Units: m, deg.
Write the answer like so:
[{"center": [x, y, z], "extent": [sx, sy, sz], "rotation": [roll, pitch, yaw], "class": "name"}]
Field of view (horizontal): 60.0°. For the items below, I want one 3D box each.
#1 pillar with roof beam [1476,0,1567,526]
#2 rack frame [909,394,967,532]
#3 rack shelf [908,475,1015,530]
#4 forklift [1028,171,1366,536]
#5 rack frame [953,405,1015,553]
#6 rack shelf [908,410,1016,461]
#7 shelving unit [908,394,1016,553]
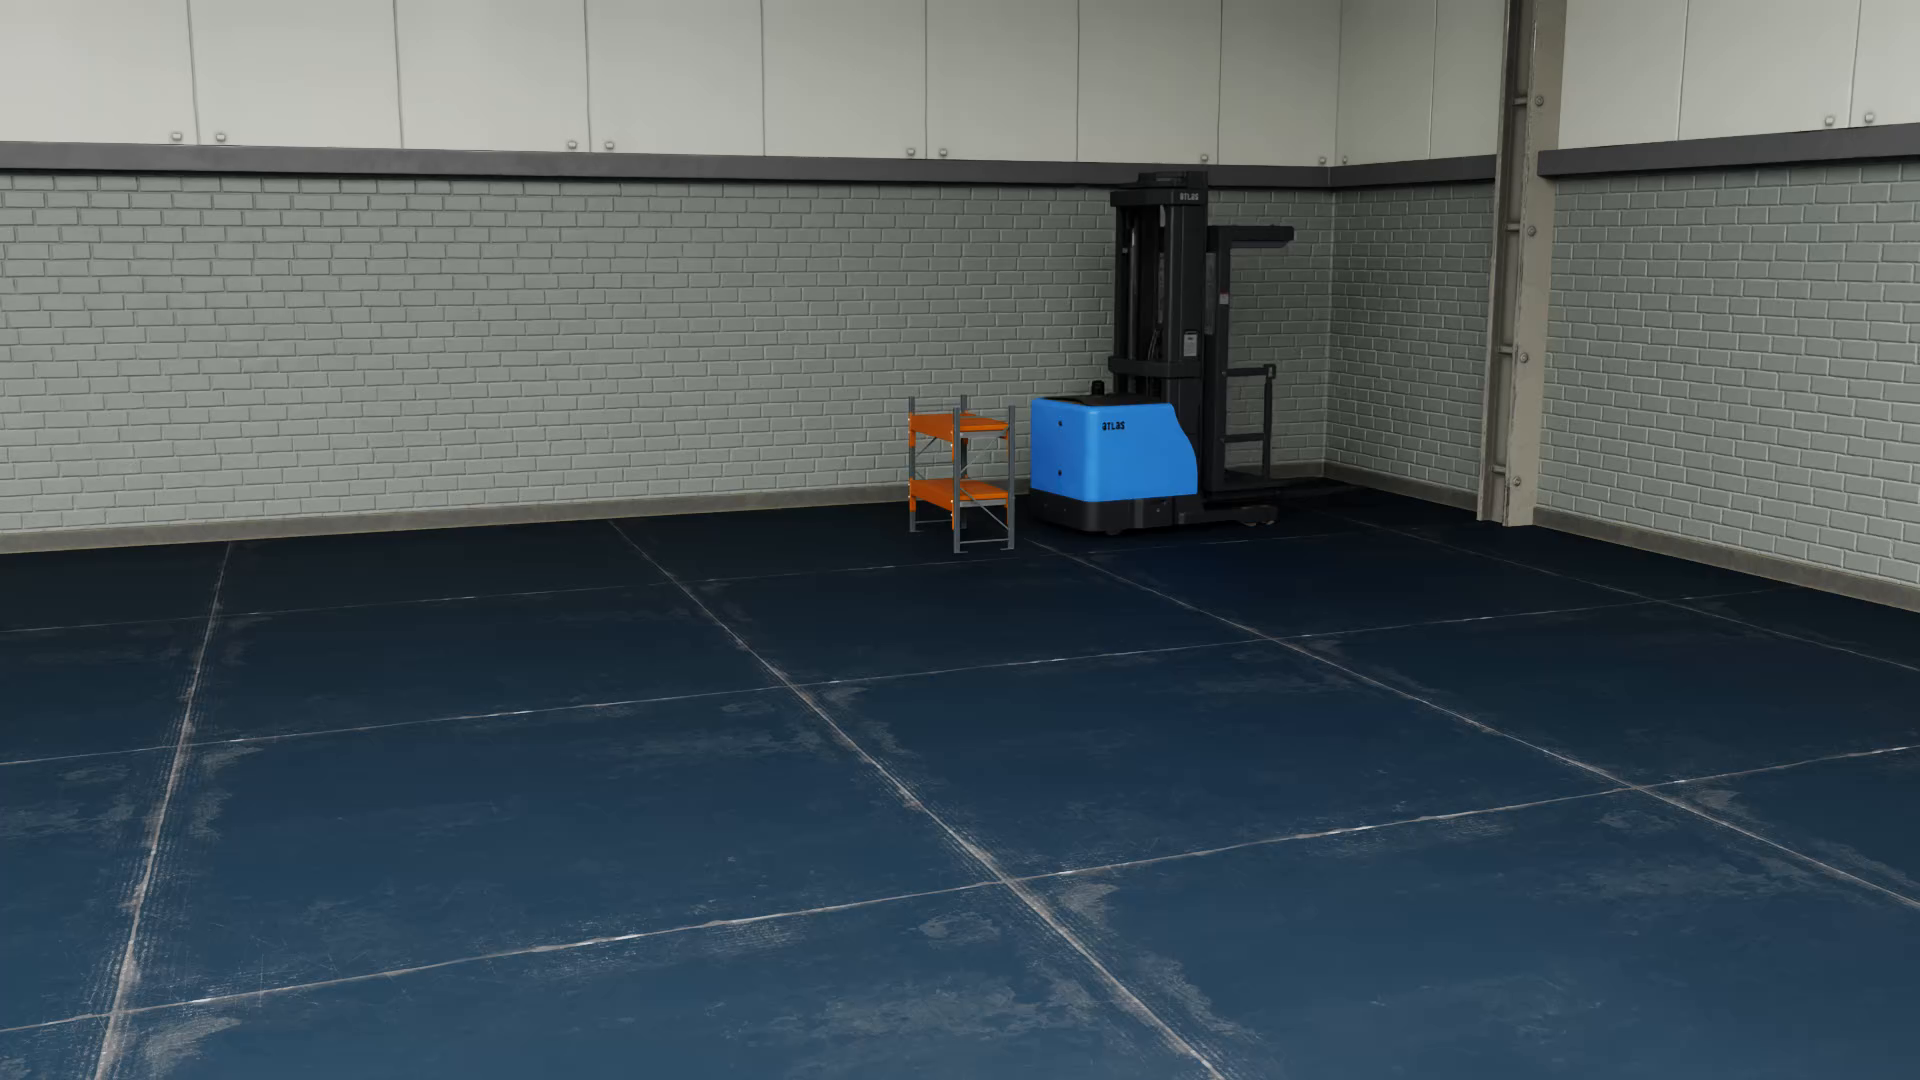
[{"center": [0.679, -4.313, 11.974], "extent": [9.100, 9.000, 0.400], "rotation": [-4, 11, -21], "class": "pillar with roof beam"}, {"center": [-0.182, -0.636, 13.782], "extent": [0.500, 1.125, 0.032], "rotation": [-4, 11, -21], "class": "rack frame"}, {"center": [0.002, -0.312, 13.358], "extent": [0.538, 0.278, 1.000], "rotation": [-4, 11, -21], "class": "rack shelf"}, {"center": [2.134, -1.634, 14.239], "extent": [3.031, 2.935, 1.130], "rotation": [-5, 11, -27], "class": "forklift"}, {"center": [0.187, -0.470, 12.849], "extent": [0.500, 1.125, 0.032], "rotation": [-4, 11, -21], "class": "rack frame"}, {"center": [0.002, -0.841, 13.264], "extent": [0.538, 0.278, 1.000], "rotation": [-4, 11, -21], "class": "rack shelf"}, {"center": [0.002, -0.553, 13.315], "extent": [0.538, 1.125, 1.048], "rotation": [-4, 11, -21], "class": "shelving unit"}]
